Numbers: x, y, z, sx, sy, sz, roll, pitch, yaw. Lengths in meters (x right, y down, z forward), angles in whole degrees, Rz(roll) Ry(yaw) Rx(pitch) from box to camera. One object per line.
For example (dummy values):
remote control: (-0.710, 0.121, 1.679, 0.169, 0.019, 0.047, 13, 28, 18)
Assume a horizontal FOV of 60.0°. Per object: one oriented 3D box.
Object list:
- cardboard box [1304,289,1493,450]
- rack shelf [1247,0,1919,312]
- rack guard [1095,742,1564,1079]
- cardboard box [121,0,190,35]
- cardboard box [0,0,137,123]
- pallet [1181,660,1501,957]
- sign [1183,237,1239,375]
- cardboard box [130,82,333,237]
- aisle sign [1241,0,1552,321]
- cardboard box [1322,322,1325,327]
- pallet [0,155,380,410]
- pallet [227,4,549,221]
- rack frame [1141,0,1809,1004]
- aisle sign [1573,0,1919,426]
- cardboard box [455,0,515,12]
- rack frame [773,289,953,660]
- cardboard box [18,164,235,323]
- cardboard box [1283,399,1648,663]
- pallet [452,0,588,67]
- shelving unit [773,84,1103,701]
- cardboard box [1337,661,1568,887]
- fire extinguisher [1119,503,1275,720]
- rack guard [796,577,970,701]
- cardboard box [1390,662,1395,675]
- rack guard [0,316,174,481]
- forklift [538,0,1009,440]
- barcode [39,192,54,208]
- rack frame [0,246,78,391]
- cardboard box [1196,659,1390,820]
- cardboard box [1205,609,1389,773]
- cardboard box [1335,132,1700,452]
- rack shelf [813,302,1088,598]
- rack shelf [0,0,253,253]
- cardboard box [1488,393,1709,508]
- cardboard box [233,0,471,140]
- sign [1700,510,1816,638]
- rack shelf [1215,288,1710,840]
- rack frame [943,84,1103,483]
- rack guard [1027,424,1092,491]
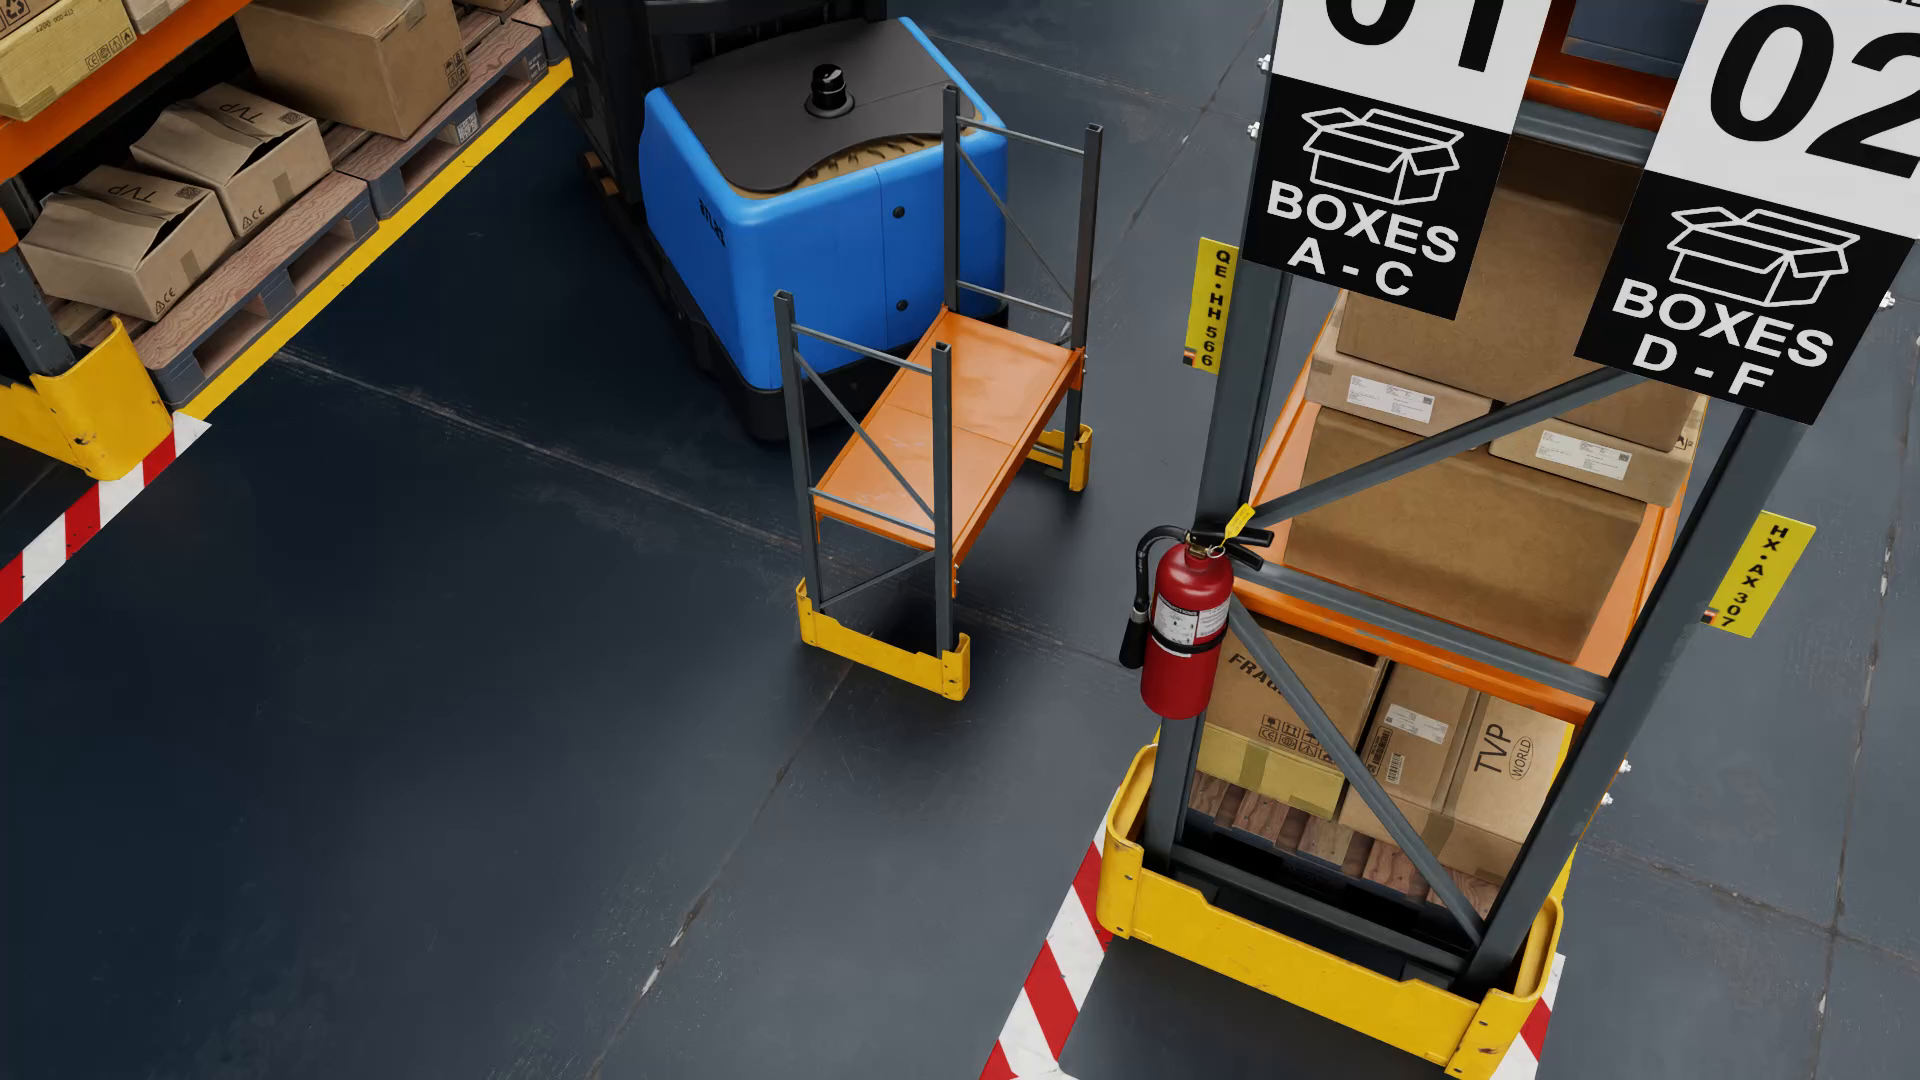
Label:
cardboard box: (0.975, -0.379, 3.611, 0.380, 0.149, 0.250, 19, 52, 15)
rack shelf: (1.838, -1.927, 3.923, 1.077, 0.370, 4.000, 20, 52, 16)
rack guard: (0.973, 1.015, 4.558, 1.175, 0.500, 0.348, 20, 52, 16)
cardboard box: (-2.792, -1.973, 5.545, 0.500, 0.250, 0.500, 18, 52, 15)
cardboard box: (-3.001, -1.611, 5.237, 0.500, 0.250, 0.500, 18, 52, 15)
pallet: (1.272, 0.552, 5.141, 1.003, 0.211, 1.213, 20, 52, 16)
sign: (0.499, -0.449, 3.247, 0.100, 0.325, 0.005, 20, 52, 16)
cardboard box: (-2.876, -1.531, 6.560, 0.500, 0.311, 0.500, 24, 54, 19)
aisle sign: (0.690, -0.704, 2.673, 0.394, 0.787, 0.004, 20, 52, 16)
cardboard box: (1.358, -0.459, 5.208, 0.500, 0.500, 0.500, 20, 52, 16)
pallet: (-3.085, -1.117, 6.562, 1.003, 0.211, 1.213, 20, 52, 16)
pallet: (-2.563, -1.954, 7.274, 1.003, 0.211, 1.213, 20, 52, 16)
rack frame: (0.984, 0.189, 3.620, 1.000, 3.000, 0.127, 20, 52, 16)
aisle sign: (1.232, -0.509, 2.506, 0.394, 0.787, 0.004, 20, 52, 16)
cardboard box: (-2.195, -2.780, 7.498, 0.500, 0.500, 0.500, 16, 52, 13)
rack frame: (-0.254, -0.077, 4.831, 0.500, 1.500, 0.032, 20, 52, 16)
cardboard box: (-3.120, -1.139, 6.226, 0.500, 0.311, 0.500, 14, 51, 12)
cardboard box: (1.195, -0.161, 3.852, 0.700, 0.500, 0.500, 20, 52, 16)
pallet: (-2.043, -2.797, 7.992, 1.003, 0.211, 1.213, 20, 52, 16)
shelving unit: (-0.033, -0.434, 5.134, 0.587, 1.500, 1.083, 20, 52, 16)
cardboard box: (1.414, 0.647, 4.760, 0.500, 0.250, 0.500, 20, 52, 16)
fire extinguisher: (0.513, 0.144, 3.709, 0.296, 0.674, 0.183, 20, 52, 16)
rack guard: (-0.245, 0.314, 5.318, 0.587, 0.250, 0.087, 20, 52, 16)
cardboard box: (1.624, 0.301, 5.054, 0.500, 0.250, 0.500, 20, 52, 16)
rack guard: (-3.464, -0.663, 5.986, 1.175, 0.500, 0.348, 20, 52, 16)
forklift: (-0.951, -2.438, 5.900, 1.130, 2.935, 3.031, -22, 53, -17)
barcode: (-3.474, -1.284, 6.344, 0.001, 0.075, 0.075, 20, 52, 16)
rack frame: (-3.497, -1.420, 4.989, 1.000, 3.000, 0.127, 20, 52, 16)
cardboard box: (0.946, 0.478, 4.903, 0.500, 0.250, 0.500, 20, 52, 16)
cardboard box: (0.944, 0.235, 4.618, 0.500, 0.500, 0.500, 20, 52, 16)
cardboard box: (1.217, -0.618, 3.389, 0.700, 0.500, 0.500, 20, 52, 16)
rack shelf: (-0.036, -0.311, 5.266, 0.538, 0.185, 1.000, 20, 52, 16)
rack shelf: (-2.642, -2.565, 6.435, 1.077, 0.370, 4.000, 20, 52, 16)
cardboard box: (1.346, -0.254, 3.505, 0.380, 0.149, 0.250, 19, 52, 16)
cardboard box: (-2.518, -2.082, 6.904, 0.700, 0.500, 0.500, 17, 52, 14)
sign: (1.483, 0.067, 3.103, 0.100, 0.325, 0.005, 20, 52, 16)
rack shelf: (1.838, -0.955, 5.066, 1.077, 0.370, 4.000, 20, 52, 16)
rack frame: (0.181, -0.777, 5.427, 0.500, 1.500, 0.032, 20, 52, 16)
rack guard: (0.180, -0.371, 5.902, 0.587, 0.250, 0.087, 20, 52, 16)
